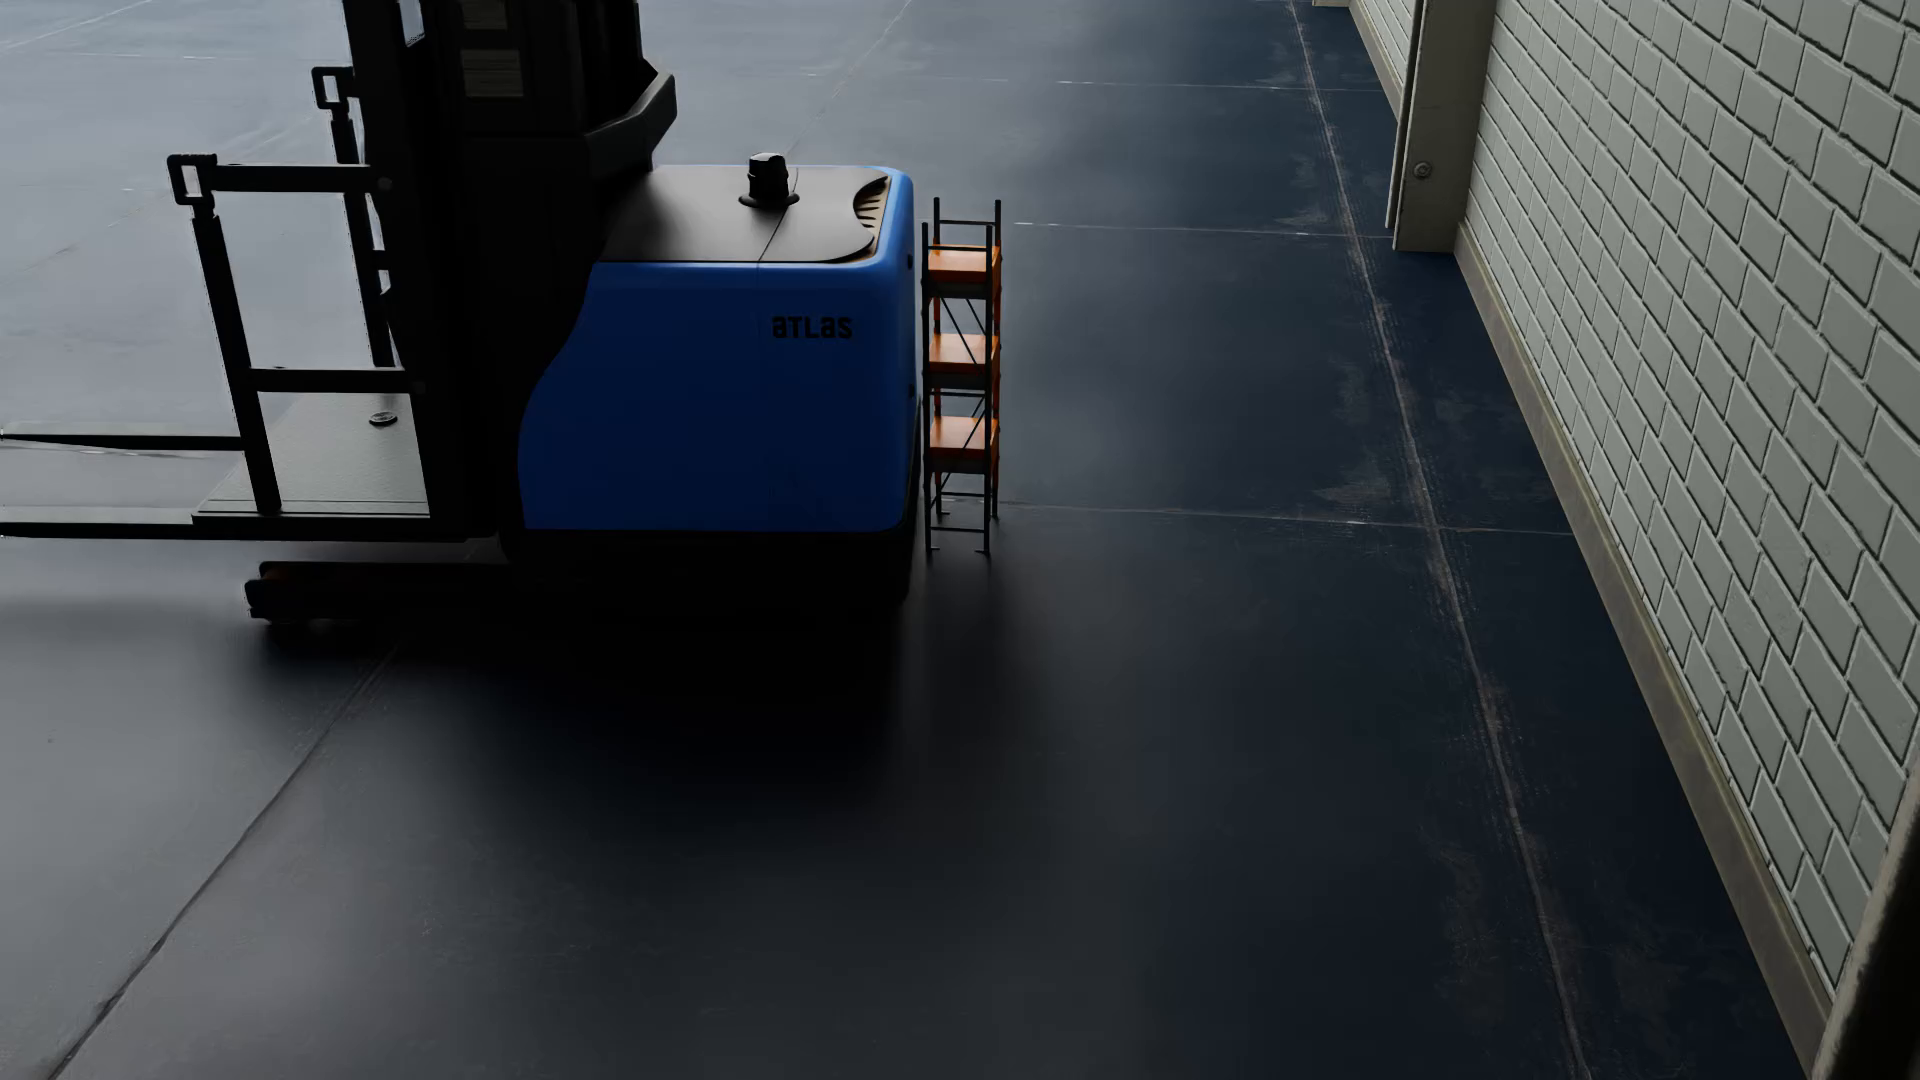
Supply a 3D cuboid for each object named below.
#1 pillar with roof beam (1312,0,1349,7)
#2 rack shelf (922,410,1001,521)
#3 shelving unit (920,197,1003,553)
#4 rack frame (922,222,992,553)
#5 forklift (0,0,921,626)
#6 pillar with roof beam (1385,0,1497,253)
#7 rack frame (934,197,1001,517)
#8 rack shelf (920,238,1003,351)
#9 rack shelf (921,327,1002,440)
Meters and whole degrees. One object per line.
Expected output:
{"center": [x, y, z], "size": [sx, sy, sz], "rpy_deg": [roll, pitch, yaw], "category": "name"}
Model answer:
{"center": [-1.335, -8.472, 11.488], "size": [9.100, 9.000, 0.400], "rpy_deg": [3, 28, 6], "category": "pillar with roof beam"}
{"center": [0.007, -0.233, 5.185], "size": [0.215, 0.259, 0.240], "rpy_deg": [3, 28, 6], "category": "rack shelf"}
{"center": [0.007, -0.487, 5.048], "size": [0.215, 1.050, 0.252], "rpy_deg": [3, 28, 6], "category": "shelving unit"}
{"center": [-0.008, -0.430, 4.941], "size": [0.200, 1.050, 0.008], "rpy_deg": [3, 28, 6], "category": "rack frame"}
{"center": [-1.656, -1.293, 4.561], "size": [3.031, 2.935, 1.130], "rpy_deg": [1, 28, 1], "category": "forklift"}
{"center": [-2.071, -5.648, 6.246], "size": [9.100, 9.000, 0.400], "rpy_deg": [3, 28, 6], "category": "pillar with roof beam"}
{"center": [0.022, -0.545, 5.154], "size": [0.200, 1.050, 0.008], "rpy_deg": [3, 28, 6], "category": "rack frame"}
{"center": [0.007, -0.728, 4.918], "size": [0.215, 0.259, 0.240], "rpy_deg": [3, 28, 6], "category": "rack shelf"}
{"center": [0.007, -0.478, 5.053], "size": [0.215, 0.259, 0.240], "rpy_deg": [3, 28, 6], "category": "rack shelf"}
